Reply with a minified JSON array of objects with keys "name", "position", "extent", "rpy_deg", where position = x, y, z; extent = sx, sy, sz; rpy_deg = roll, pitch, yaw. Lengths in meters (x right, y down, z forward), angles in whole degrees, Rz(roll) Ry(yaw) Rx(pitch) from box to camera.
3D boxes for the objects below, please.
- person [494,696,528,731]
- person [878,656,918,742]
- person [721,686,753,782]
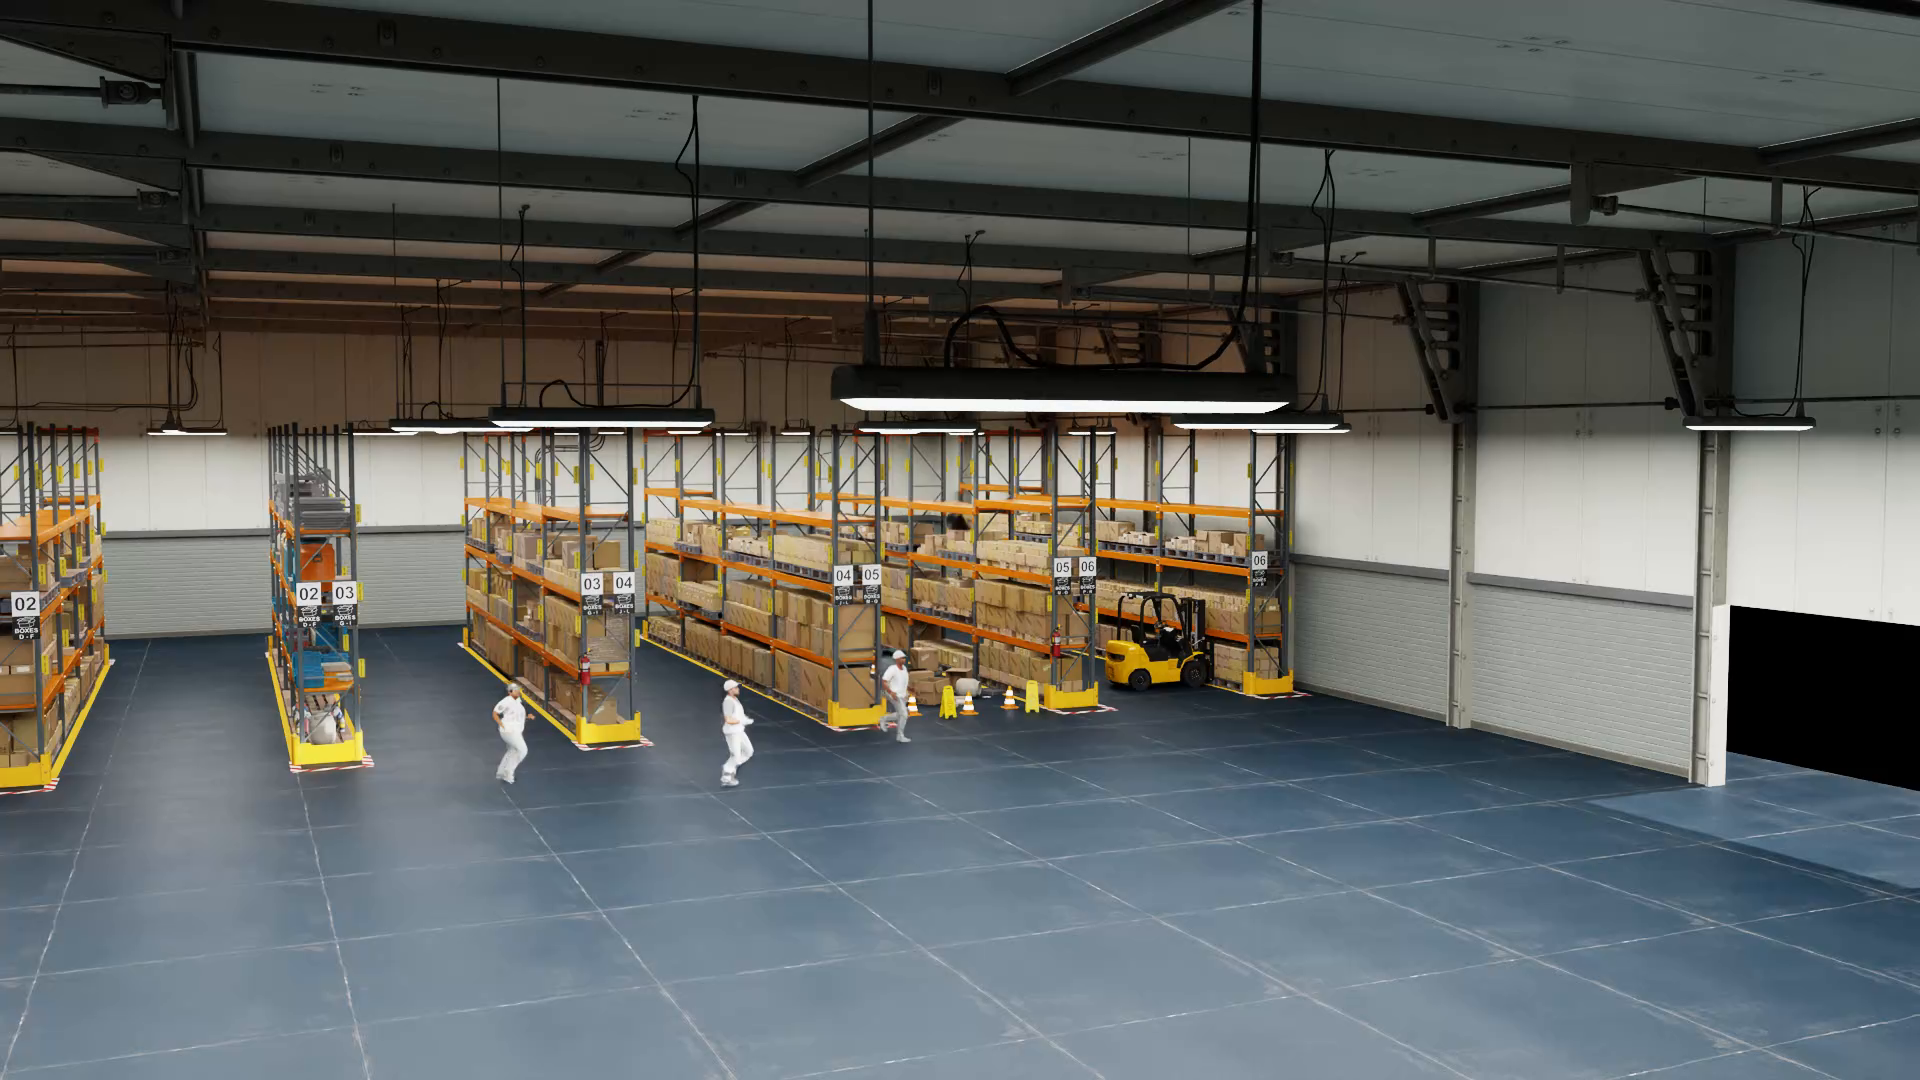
[{"name":"person","position":[-7.459,2.882,27.706],"extent":[0.452,0.591,0.554],"rpy_deg":[1,4,9]},{"name":"person","position":[-1.260,2.963,31.471],"extent":[0.753,1.683,0.685],"rpy_deg":[2,4,27]},{"name":"person","position":[-3.684,3.157,27.312],"extent":[0.527,1.642,0.641],"rpy_deg":[0,4,7]}]
